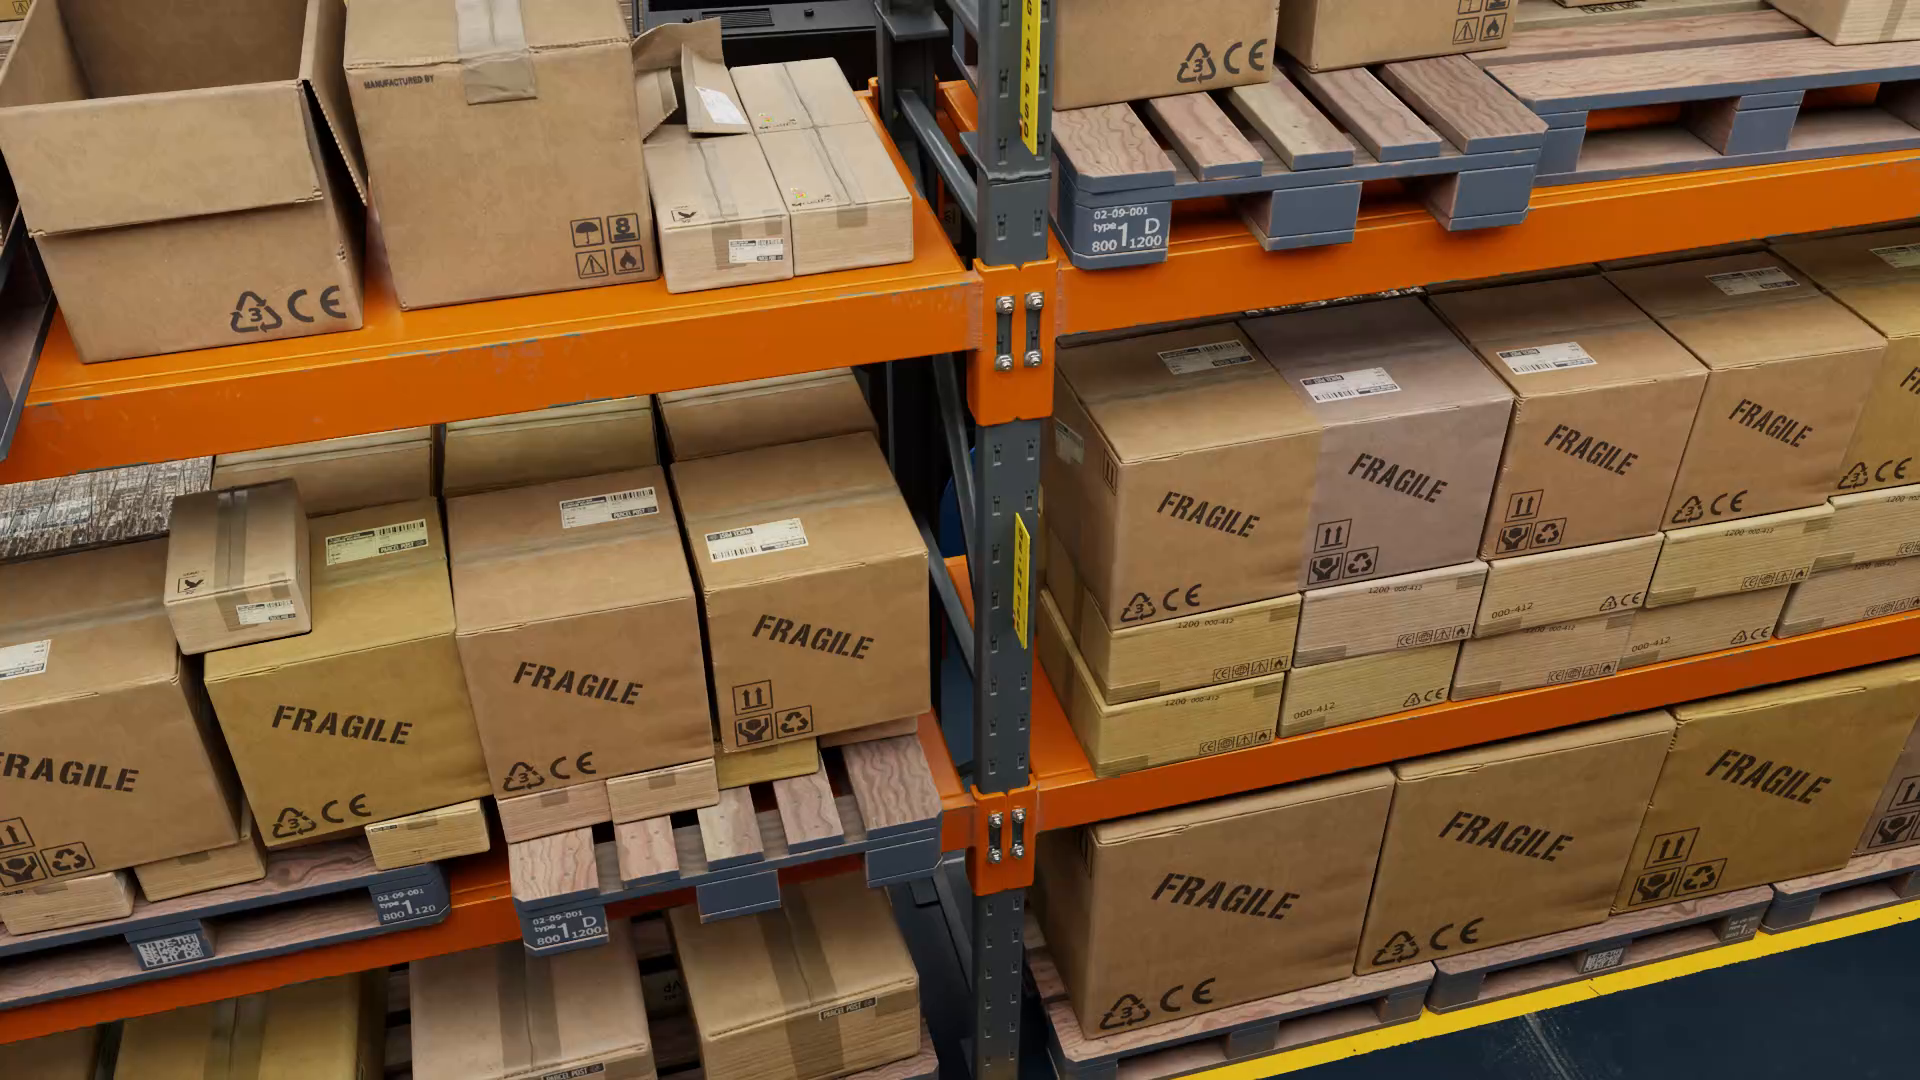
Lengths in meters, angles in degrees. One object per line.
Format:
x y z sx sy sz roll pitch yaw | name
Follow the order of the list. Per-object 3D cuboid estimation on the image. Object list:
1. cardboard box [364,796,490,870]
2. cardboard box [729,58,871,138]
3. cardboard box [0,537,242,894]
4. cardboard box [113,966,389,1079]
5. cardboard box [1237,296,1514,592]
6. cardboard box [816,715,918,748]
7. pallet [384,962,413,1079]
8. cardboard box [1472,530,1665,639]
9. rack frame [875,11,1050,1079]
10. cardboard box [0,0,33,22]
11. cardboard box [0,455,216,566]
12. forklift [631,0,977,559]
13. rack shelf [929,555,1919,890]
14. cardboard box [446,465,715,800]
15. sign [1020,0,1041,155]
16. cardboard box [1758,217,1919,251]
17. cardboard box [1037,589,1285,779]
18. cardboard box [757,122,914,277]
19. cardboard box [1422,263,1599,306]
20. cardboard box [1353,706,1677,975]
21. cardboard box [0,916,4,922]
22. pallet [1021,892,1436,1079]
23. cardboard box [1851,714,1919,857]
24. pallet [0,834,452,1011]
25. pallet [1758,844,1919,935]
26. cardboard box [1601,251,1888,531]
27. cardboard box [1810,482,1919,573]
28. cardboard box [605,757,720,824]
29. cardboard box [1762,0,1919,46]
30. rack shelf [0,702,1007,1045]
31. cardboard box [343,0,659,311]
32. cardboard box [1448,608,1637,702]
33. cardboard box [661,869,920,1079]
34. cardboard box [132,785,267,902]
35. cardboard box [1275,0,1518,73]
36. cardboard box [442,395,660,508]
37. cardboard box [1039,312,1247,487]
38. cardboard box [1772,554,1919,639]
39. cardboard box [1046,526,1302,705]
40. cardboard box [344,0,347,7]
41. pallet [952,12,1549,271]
-1.247 0.567 3.901 0.250 0.149 0.380 -9 38 -11 | cardboard box
-0.362 -0.935 3.742 0.250 0.149 0.380 -9 38 -12 | cardboard box
-1.890 0.371 3.623 0.500 0.500 0.500 -11 39 -14 | cardboard box
-2.005 1.405 4.762 0.625 0.372 0.950 -8 38 -10 | cardboard box
1.003 -0.250 4.203 0.500 0.500 0.500 -9 38 -12 | cardboard box
-0.268 0.329 4.212 0.250 0.149 0.380 -8 38 -10 | cardboard box
-1.943 1.628 4.949 1.213 0.211 1.003 -9 38 -12 | pallet
1.524 -0.021 4.521 0.500 0.250 0.500 -9 38 -12 | cardboard box
-0.013 0.206 4.512 0.127 3.000 1.000 -9 38 -12 | rack frame
-4.289 -2.650 7.340 0.500 0.500 0.700 -10 39 -13 | cardboard box
-2.005 0.066 4.022 0.500 0.500 0.500 -11 39 -14 | cardboard box
-0.618 -1.101 6.277 3.031 2.935 1.130 -6 38 -8 | forklift
1.918 0.175 5.145 4.000 0.370 1.077 -9 38 -12 | rack shelf
-0.876 0.205 3.841 0.500 0.500 0.500 -10 39 -13 | cardboard box
0.126 -0.872 3.027 0.005 0.325 0.100 -9 38 -12 | sign
2.380 -0.789 4.907 0.500 0.500 0.500 -10 39 -13 | cardboard box
0.525 0.336 4.466 0.500 0.250 0.500 -10 39 -13 | cardboard box
-0.262 -0.713 3.451 0.250 0.149 0.380 -9 38 -12 | cardboard box
1.392 -0.627 4.696 0.500 0.500 0.500 -9 38 -12 | cardboard box
1.538 0.684 5.291 0.875 0.875 0.875 -9 38 -11 | cardboard box
-2.263 0.692 3.738 0.250 0.149 0.380 -9 38 -12 | cardboard box
0.768 1.233 5.465 1.213 0.211 1.003 -9 38 -12 | pallet
3.271 0.395 5.668 0.875 0.875 0.875 -8 38 -11 | cardboard box
-1.914 0.620 4.129 1.213 0.211 1.003 -9 38 -12 | pallet
3.123 0.846 5.970 1.213 0.211 1.003 -9 38 -12 | pallet
1.995 -0.401 4.400 0.500 0.500 0.500 -9 38 -11 | cardboard box
2.507 -0.185 4.735 0.500 0.250 0.500 -8 38 -11 | cardboard box
-0.740 0.480 4.015 0.250 0.149 0.380 -10 38 -12 | cardboard box
2.062 -1.306 3.866 0.250 0.166 0.380 -6 38 -8 | cardboard box
-1.944 0.809 4.316 4.000 0.370 1.077 -9 38 -12 | rack shelf
-0.931 -0.881 3.382 0.500 0.500 0.700 -9 38 -12 | cardboard box
1.524 0.164 4.690 0.500 0.250 0.500 -8 38 -10 | cardboard box
-0.561 1.167 5.073 0.625 0.372 0.950 -12 39 -15 | cardboard box
-1.743 0.621 3.831 0.250 0.149 0.380 -10 39 -13 | cardboard box
0.893 -1.460 3.793 0.500 0.500 0.700 -11 39 -14 | cardboard box
-1.009 -0.096 4.235 0.500 0.500 0.500 -7 38 -10 | cardboard box
0.418 -0.466 4.485 0.500 0.500 0.500 -10 39 -13 | cardboard box
2.497 0.000 4.905 0.500 0.250 0.500 -10 39 -13 | cardboard box
0.540 0.132 4.321 0.500 0.250 0.500 -10 38 -12 | cardboard box
-2.731 -2.335 7.751 0.500 0.500 0.500 -10 39 -13 | cardboard box
0.595 -1.044 3.832 1.003 0.211 1.213 -8 38 -10 | pallet
